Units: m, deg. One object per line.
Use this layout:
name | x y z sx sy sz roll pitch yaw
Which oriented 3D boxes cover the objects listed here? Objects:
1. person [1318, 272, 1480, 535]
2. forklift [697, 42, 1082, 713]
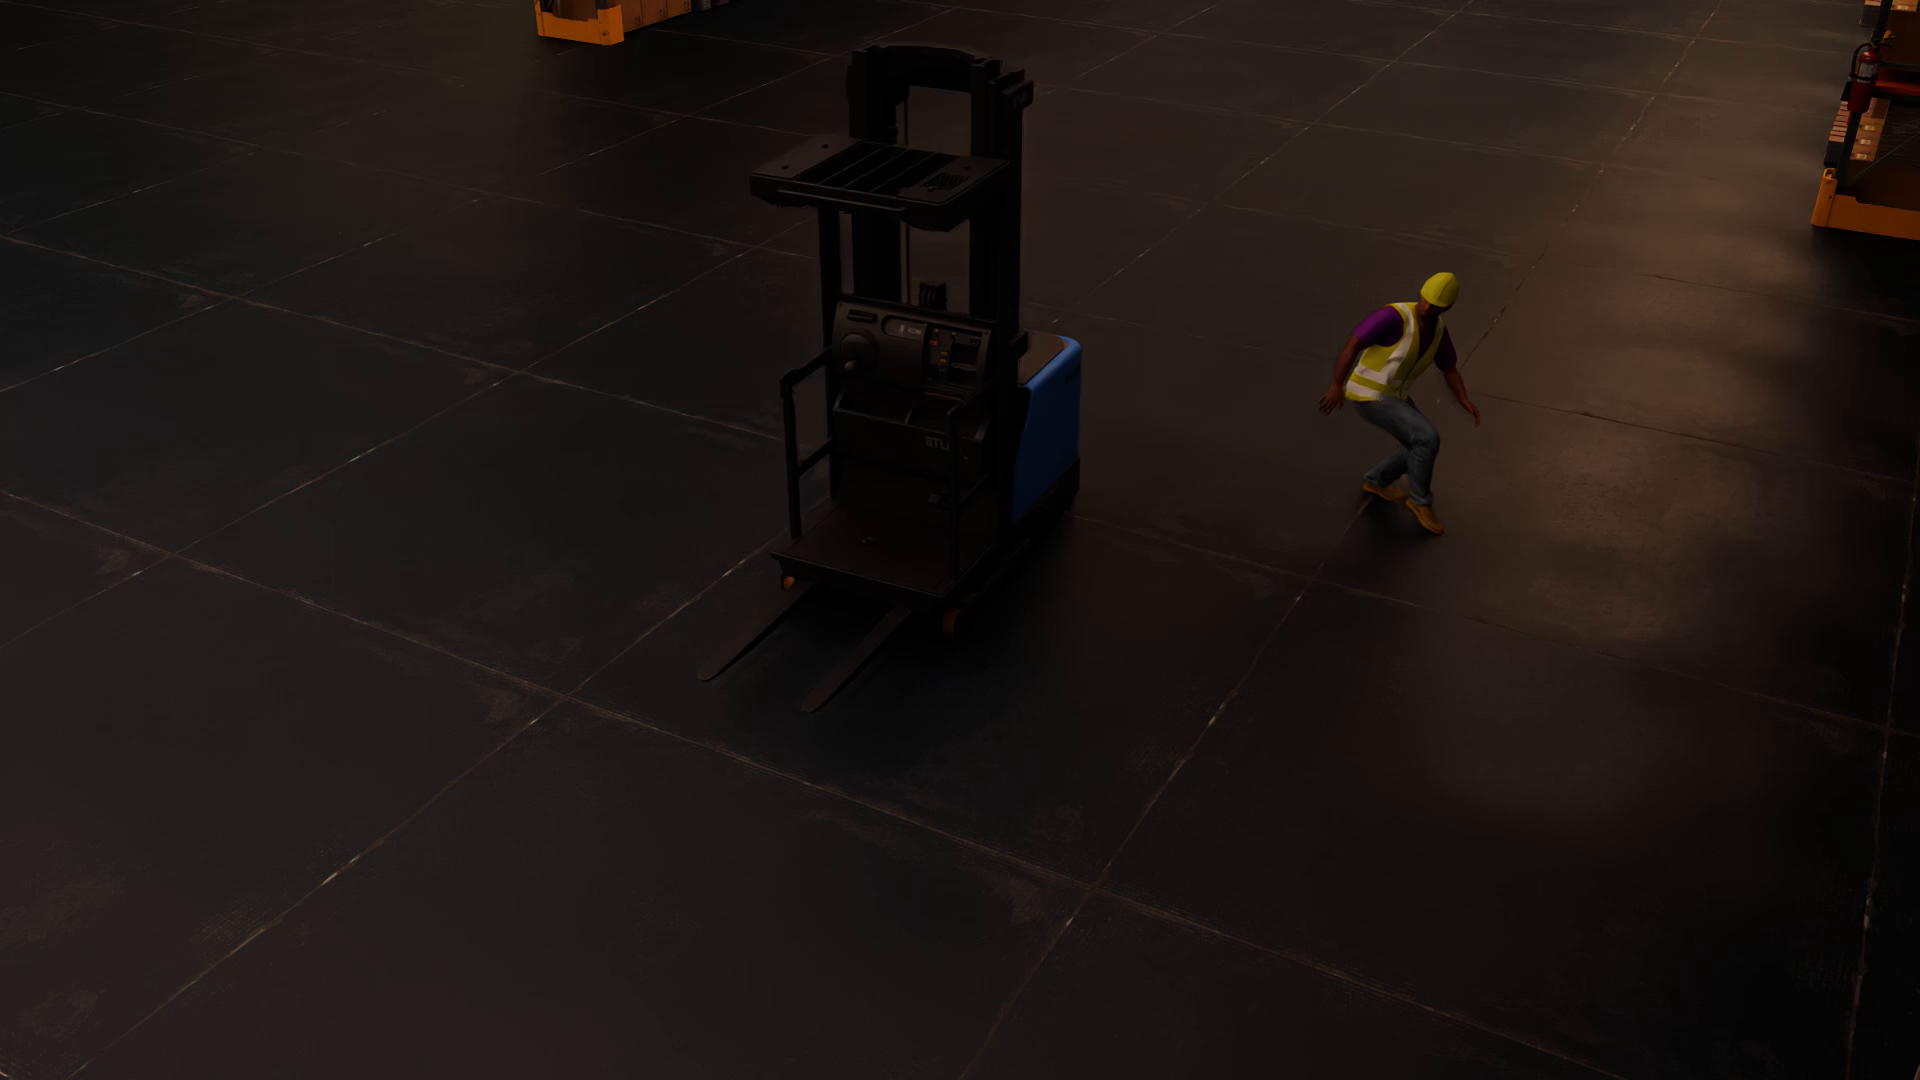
person | 2.673 -0.827 9.908 0.797 1.556 0.807 25 38 36
forklift | -0.358 -0.987 8.781 1.130 2.935 3.031 14 33 22
